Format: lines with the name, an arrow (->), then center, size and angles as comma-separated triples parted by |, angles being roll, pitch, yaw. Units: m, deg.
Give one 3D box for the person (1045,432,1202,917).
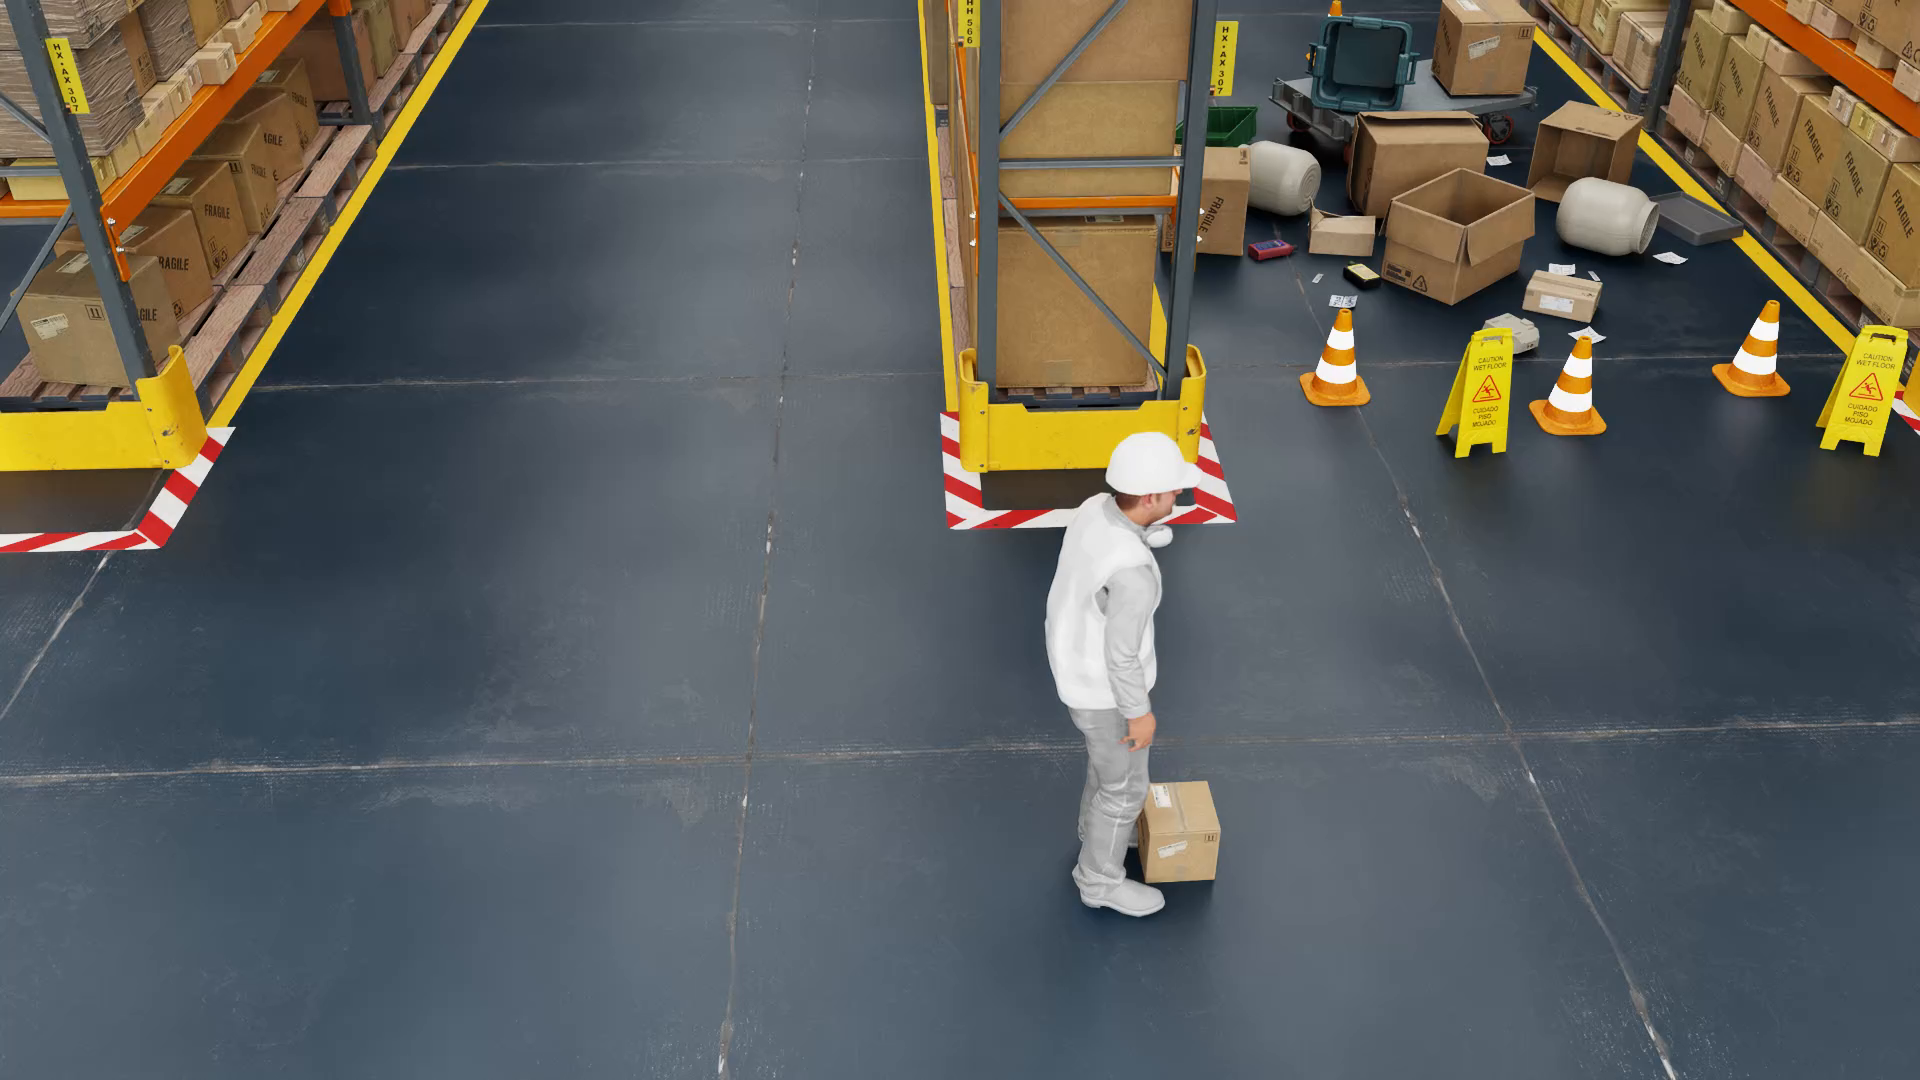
person -> 0.520, 0.431, 5.507 | 0.474, 1.771, 0.583 | -4, 35, -5
